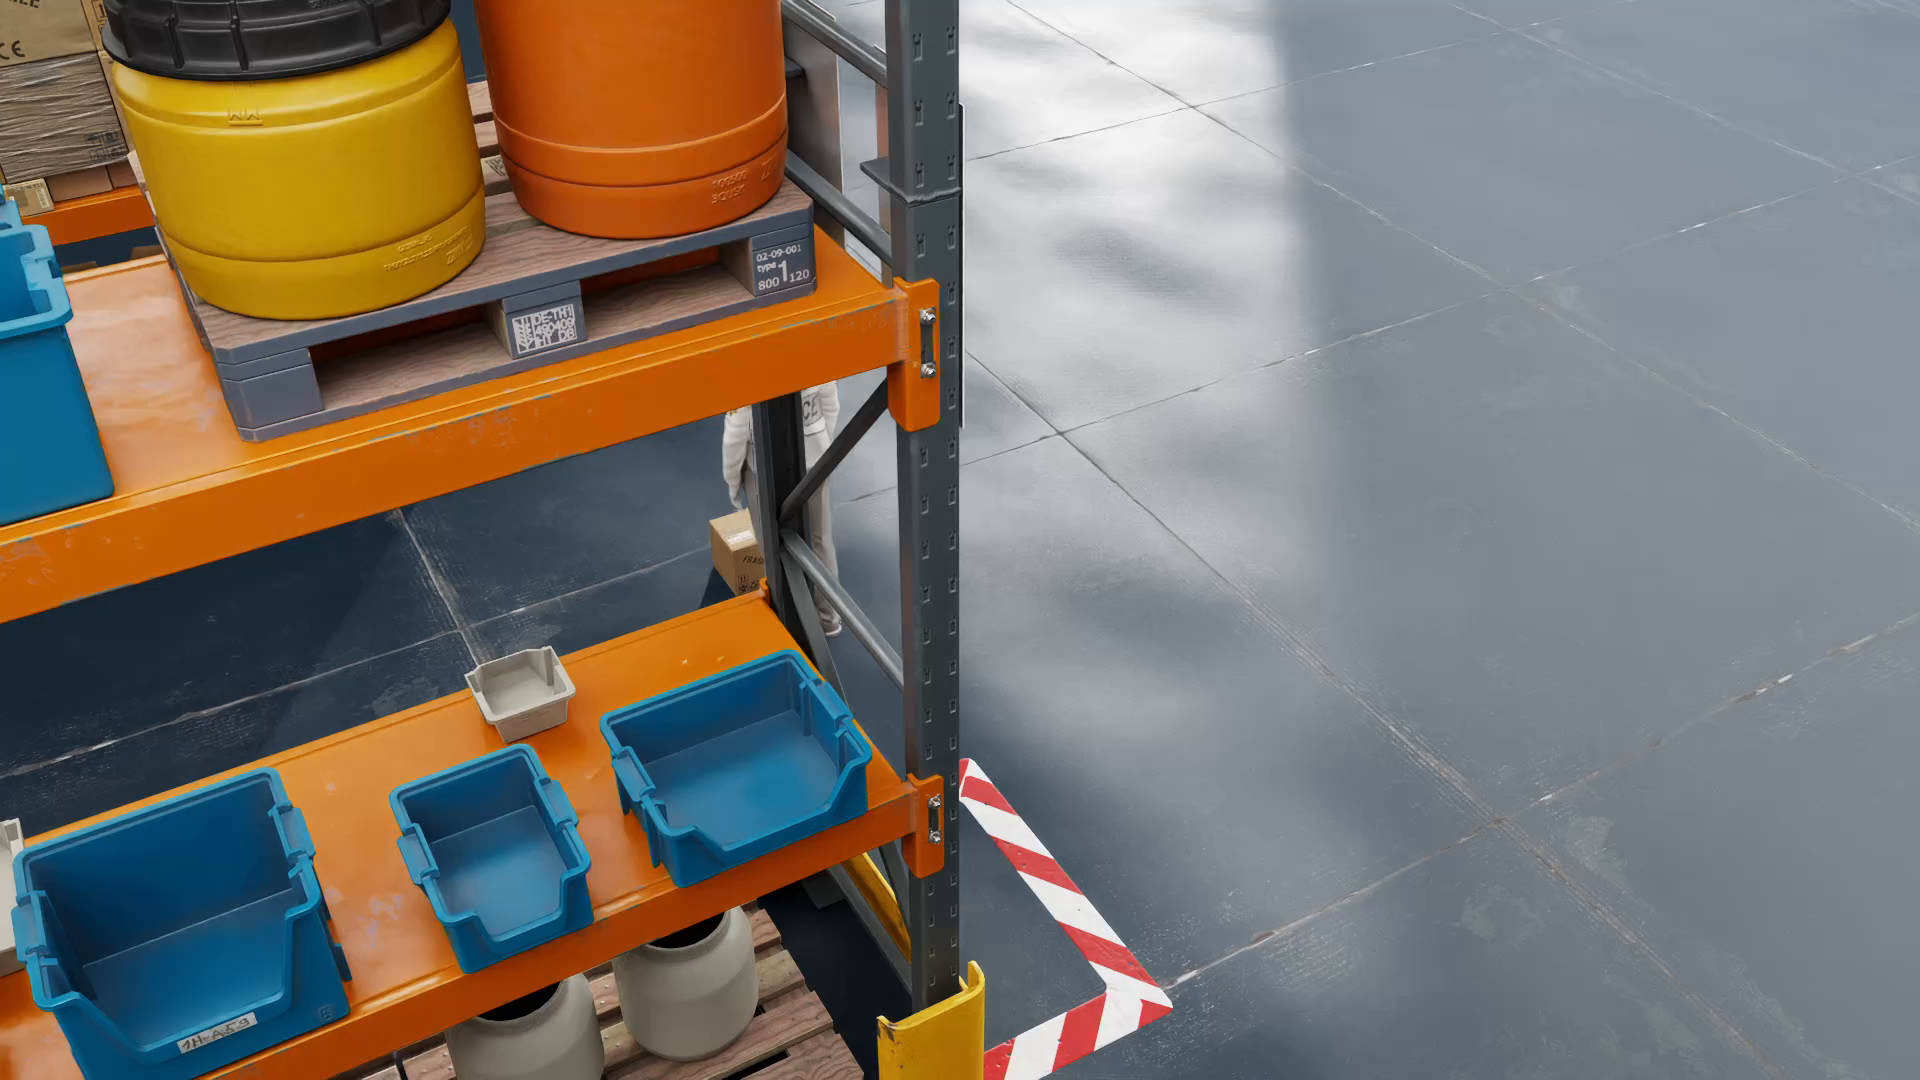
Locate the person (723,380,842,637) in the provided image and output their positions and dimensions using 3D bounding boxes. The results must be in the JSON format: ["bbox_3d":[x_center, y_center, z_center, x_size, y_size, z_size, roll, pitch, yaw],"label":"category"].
[{"bbox_3d":[-0.688,-0.281,6.467,0.489,1.695,0.363,-19,41,-23],"label":"person"}]
